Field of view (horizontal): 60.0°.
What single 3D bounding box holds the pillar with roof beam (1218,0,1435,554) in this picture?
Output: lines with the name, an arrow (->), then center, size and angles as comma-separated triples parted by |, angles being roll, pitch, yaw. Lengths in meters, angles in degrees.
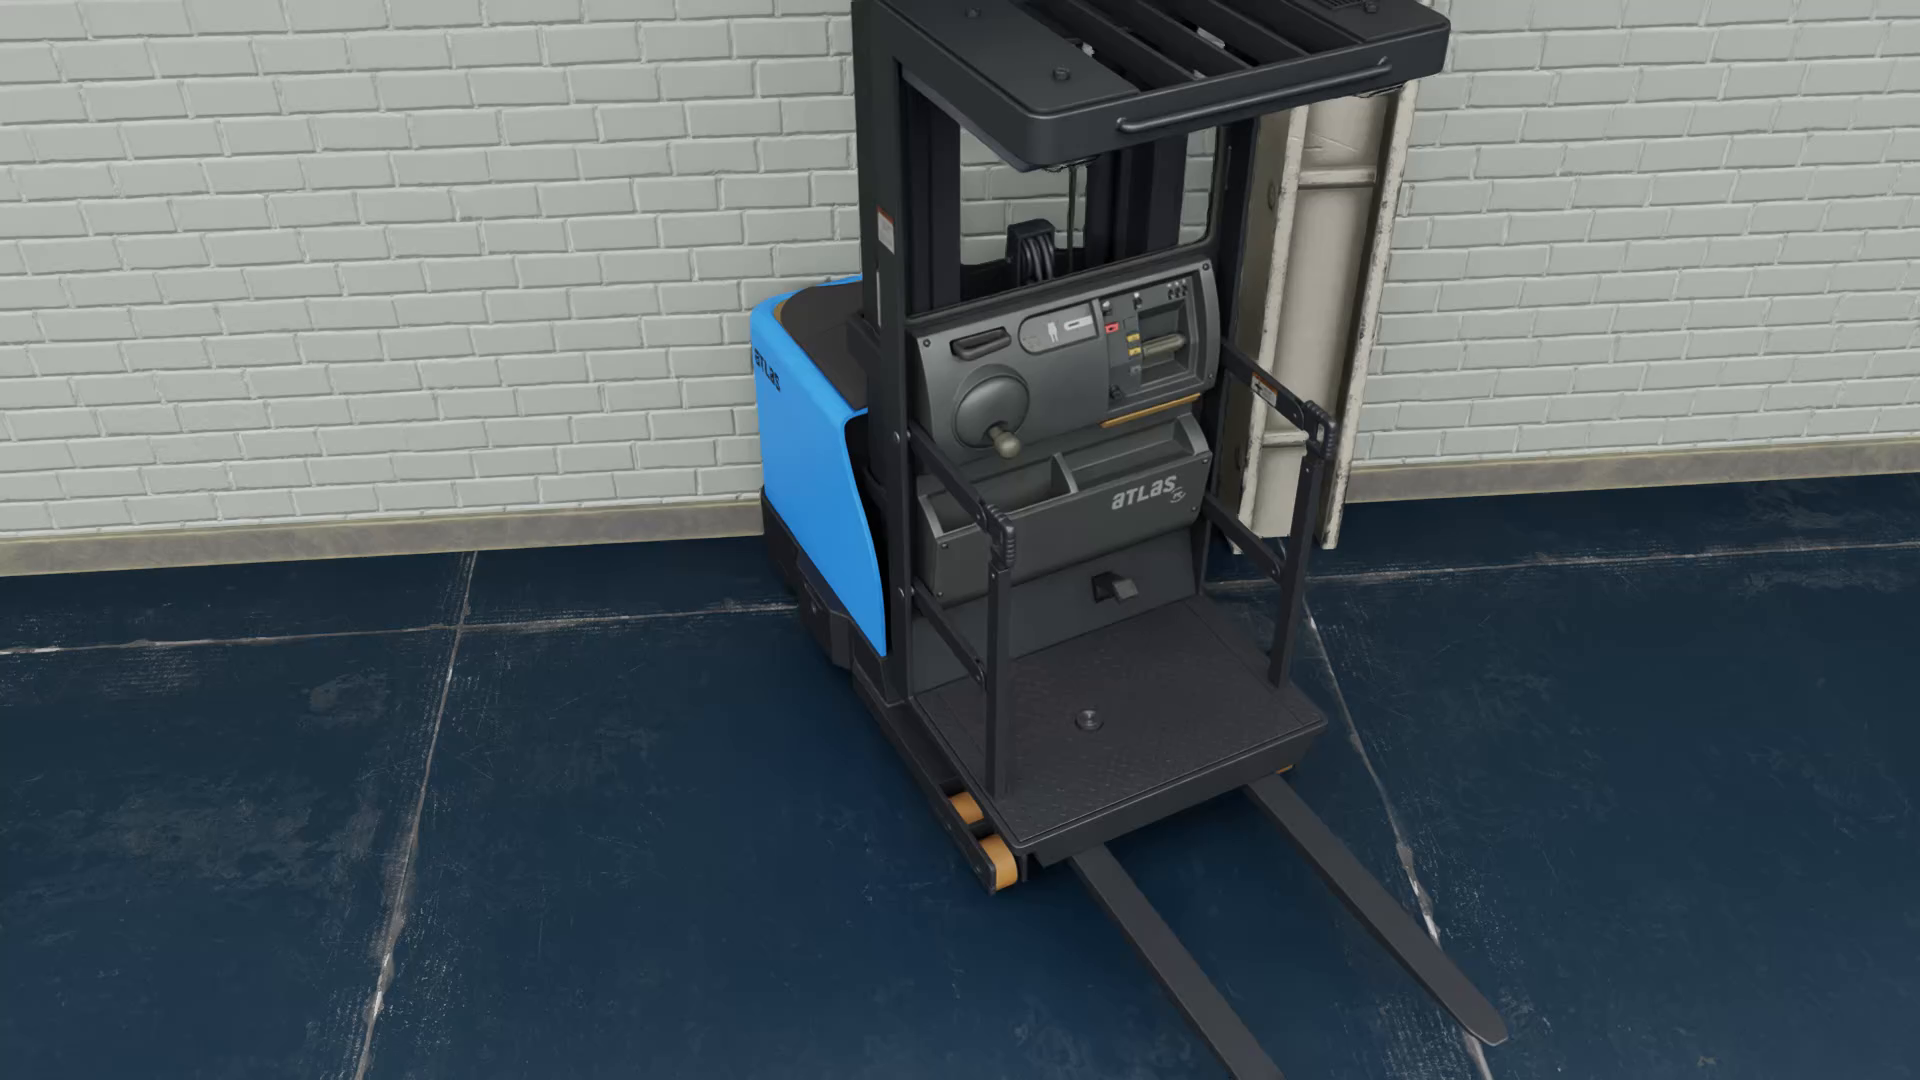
pillar with roof beam -> 1.578, -0.929, 0.163 | 0.400, 9.000, 9.100 | -3, 38, -4

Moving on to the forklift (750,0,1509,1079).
forklift -> 0.414, -0.432, 4.431 | 1.130, 2.935, 3.031 | -18, 42, -21
